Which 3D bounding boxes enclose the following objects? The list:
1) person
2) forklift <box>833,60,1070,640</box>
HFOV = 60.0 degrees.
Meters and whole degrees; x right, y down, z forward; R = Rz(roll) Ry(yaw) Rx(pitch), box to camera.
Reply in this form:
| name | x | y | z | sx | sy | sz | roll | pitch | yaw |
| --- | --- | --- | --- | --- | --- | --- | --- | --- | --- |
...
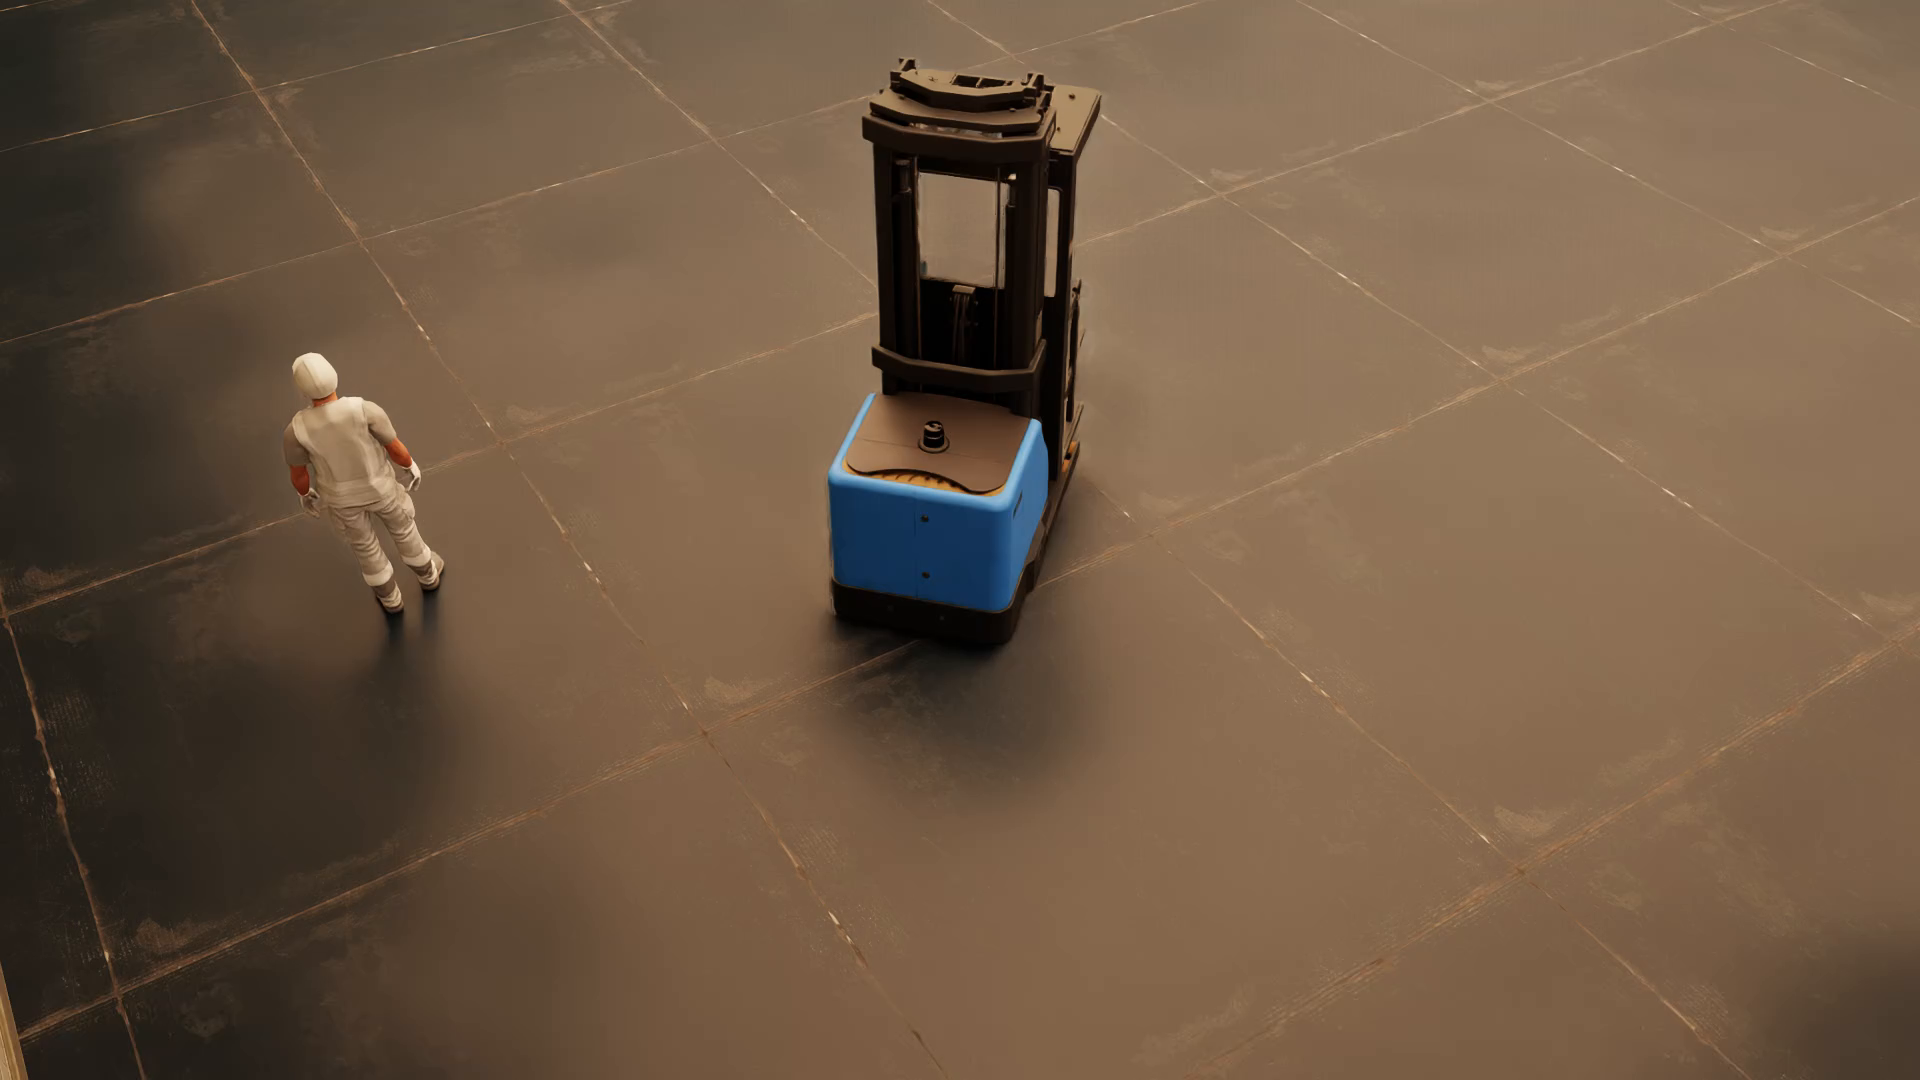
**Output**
| name | x | y | z | sx | sy | sz | roll | pitch | yaw |
| --- | --- | --- | --- | --- | --- | --- | --- | --- | --- |
| person | -3.294 | -0.335 | 9.112 | 0.638 | 1.787 | 0.565 | -13 | 43 | -15 |
| forklift | -0.105 | -1.512 | 9.602 | 1.130 | 2.935 | 3.031 | -5 | 41 | -6 |
